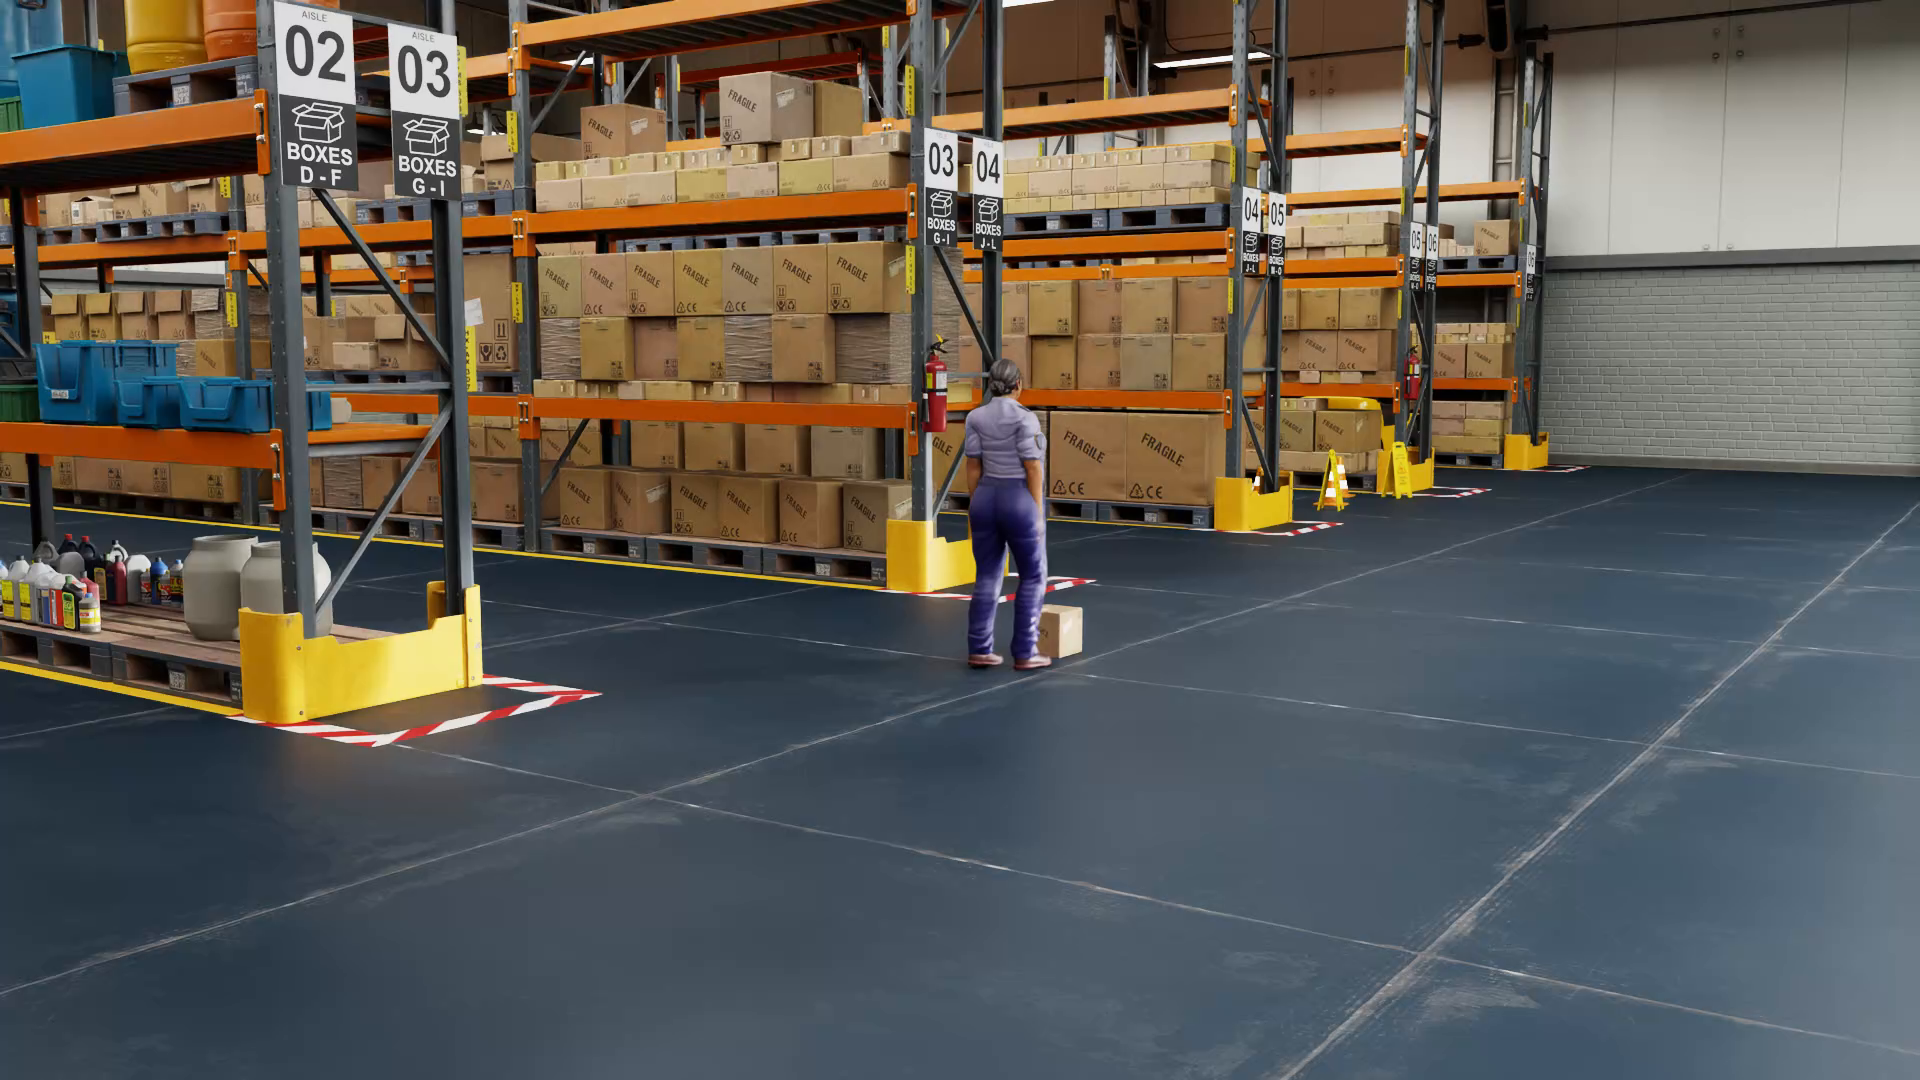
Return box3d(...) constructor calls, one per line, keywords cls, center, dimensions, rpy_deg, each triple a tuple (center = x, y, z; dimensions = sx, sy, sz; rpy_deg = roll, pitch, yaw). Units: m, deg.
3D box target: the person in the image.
box3d(cls="person", center=(0.251, -0.137, 8.843), dimensions=(0.466, 1.650, 0.351), rpy_deg=(5, 8, 35))
